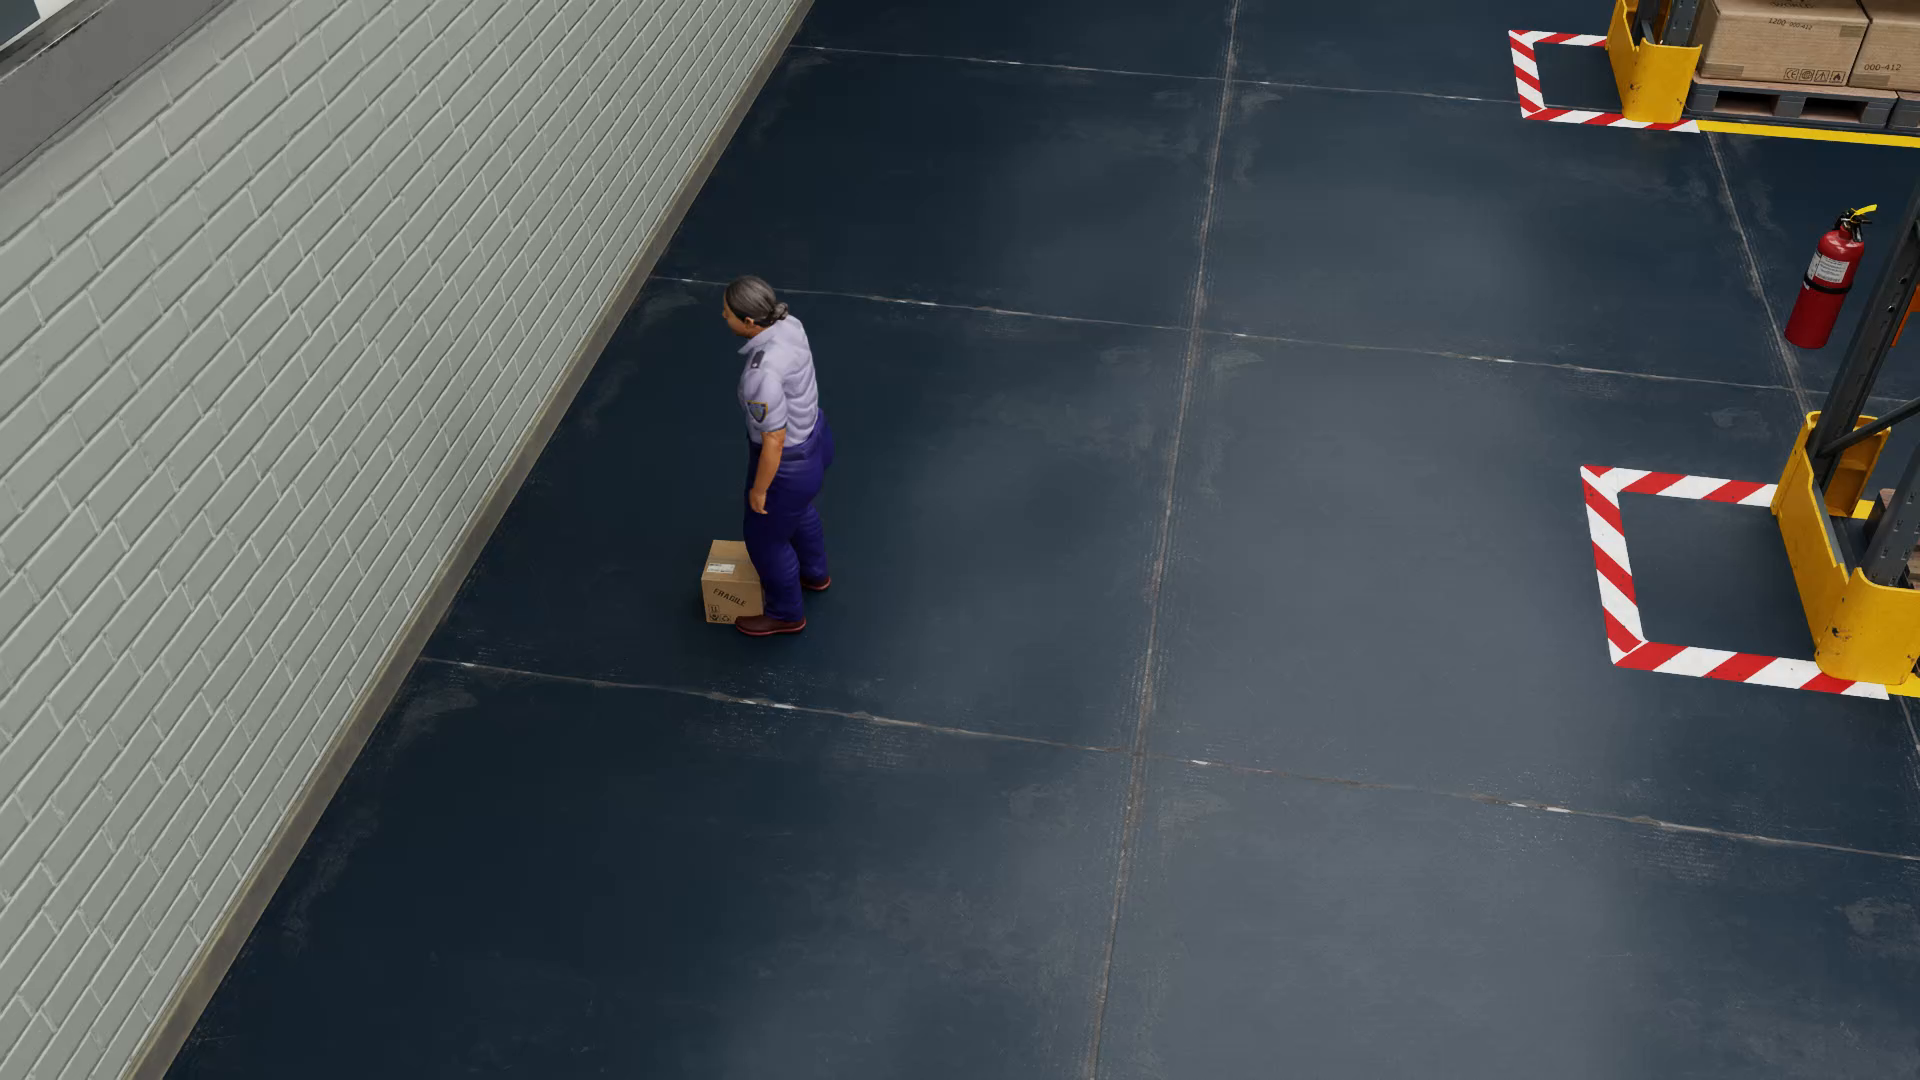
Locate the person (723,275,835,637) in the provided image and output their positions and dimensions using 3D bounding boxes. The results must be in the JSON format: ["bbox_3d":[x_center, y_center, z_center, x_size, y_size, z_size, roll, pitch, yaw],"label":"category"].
[{"bbox_3d":[-0.719,-0.330,6.545,0.415,1.652,0.537,7,41,8],"label":"person"}]
